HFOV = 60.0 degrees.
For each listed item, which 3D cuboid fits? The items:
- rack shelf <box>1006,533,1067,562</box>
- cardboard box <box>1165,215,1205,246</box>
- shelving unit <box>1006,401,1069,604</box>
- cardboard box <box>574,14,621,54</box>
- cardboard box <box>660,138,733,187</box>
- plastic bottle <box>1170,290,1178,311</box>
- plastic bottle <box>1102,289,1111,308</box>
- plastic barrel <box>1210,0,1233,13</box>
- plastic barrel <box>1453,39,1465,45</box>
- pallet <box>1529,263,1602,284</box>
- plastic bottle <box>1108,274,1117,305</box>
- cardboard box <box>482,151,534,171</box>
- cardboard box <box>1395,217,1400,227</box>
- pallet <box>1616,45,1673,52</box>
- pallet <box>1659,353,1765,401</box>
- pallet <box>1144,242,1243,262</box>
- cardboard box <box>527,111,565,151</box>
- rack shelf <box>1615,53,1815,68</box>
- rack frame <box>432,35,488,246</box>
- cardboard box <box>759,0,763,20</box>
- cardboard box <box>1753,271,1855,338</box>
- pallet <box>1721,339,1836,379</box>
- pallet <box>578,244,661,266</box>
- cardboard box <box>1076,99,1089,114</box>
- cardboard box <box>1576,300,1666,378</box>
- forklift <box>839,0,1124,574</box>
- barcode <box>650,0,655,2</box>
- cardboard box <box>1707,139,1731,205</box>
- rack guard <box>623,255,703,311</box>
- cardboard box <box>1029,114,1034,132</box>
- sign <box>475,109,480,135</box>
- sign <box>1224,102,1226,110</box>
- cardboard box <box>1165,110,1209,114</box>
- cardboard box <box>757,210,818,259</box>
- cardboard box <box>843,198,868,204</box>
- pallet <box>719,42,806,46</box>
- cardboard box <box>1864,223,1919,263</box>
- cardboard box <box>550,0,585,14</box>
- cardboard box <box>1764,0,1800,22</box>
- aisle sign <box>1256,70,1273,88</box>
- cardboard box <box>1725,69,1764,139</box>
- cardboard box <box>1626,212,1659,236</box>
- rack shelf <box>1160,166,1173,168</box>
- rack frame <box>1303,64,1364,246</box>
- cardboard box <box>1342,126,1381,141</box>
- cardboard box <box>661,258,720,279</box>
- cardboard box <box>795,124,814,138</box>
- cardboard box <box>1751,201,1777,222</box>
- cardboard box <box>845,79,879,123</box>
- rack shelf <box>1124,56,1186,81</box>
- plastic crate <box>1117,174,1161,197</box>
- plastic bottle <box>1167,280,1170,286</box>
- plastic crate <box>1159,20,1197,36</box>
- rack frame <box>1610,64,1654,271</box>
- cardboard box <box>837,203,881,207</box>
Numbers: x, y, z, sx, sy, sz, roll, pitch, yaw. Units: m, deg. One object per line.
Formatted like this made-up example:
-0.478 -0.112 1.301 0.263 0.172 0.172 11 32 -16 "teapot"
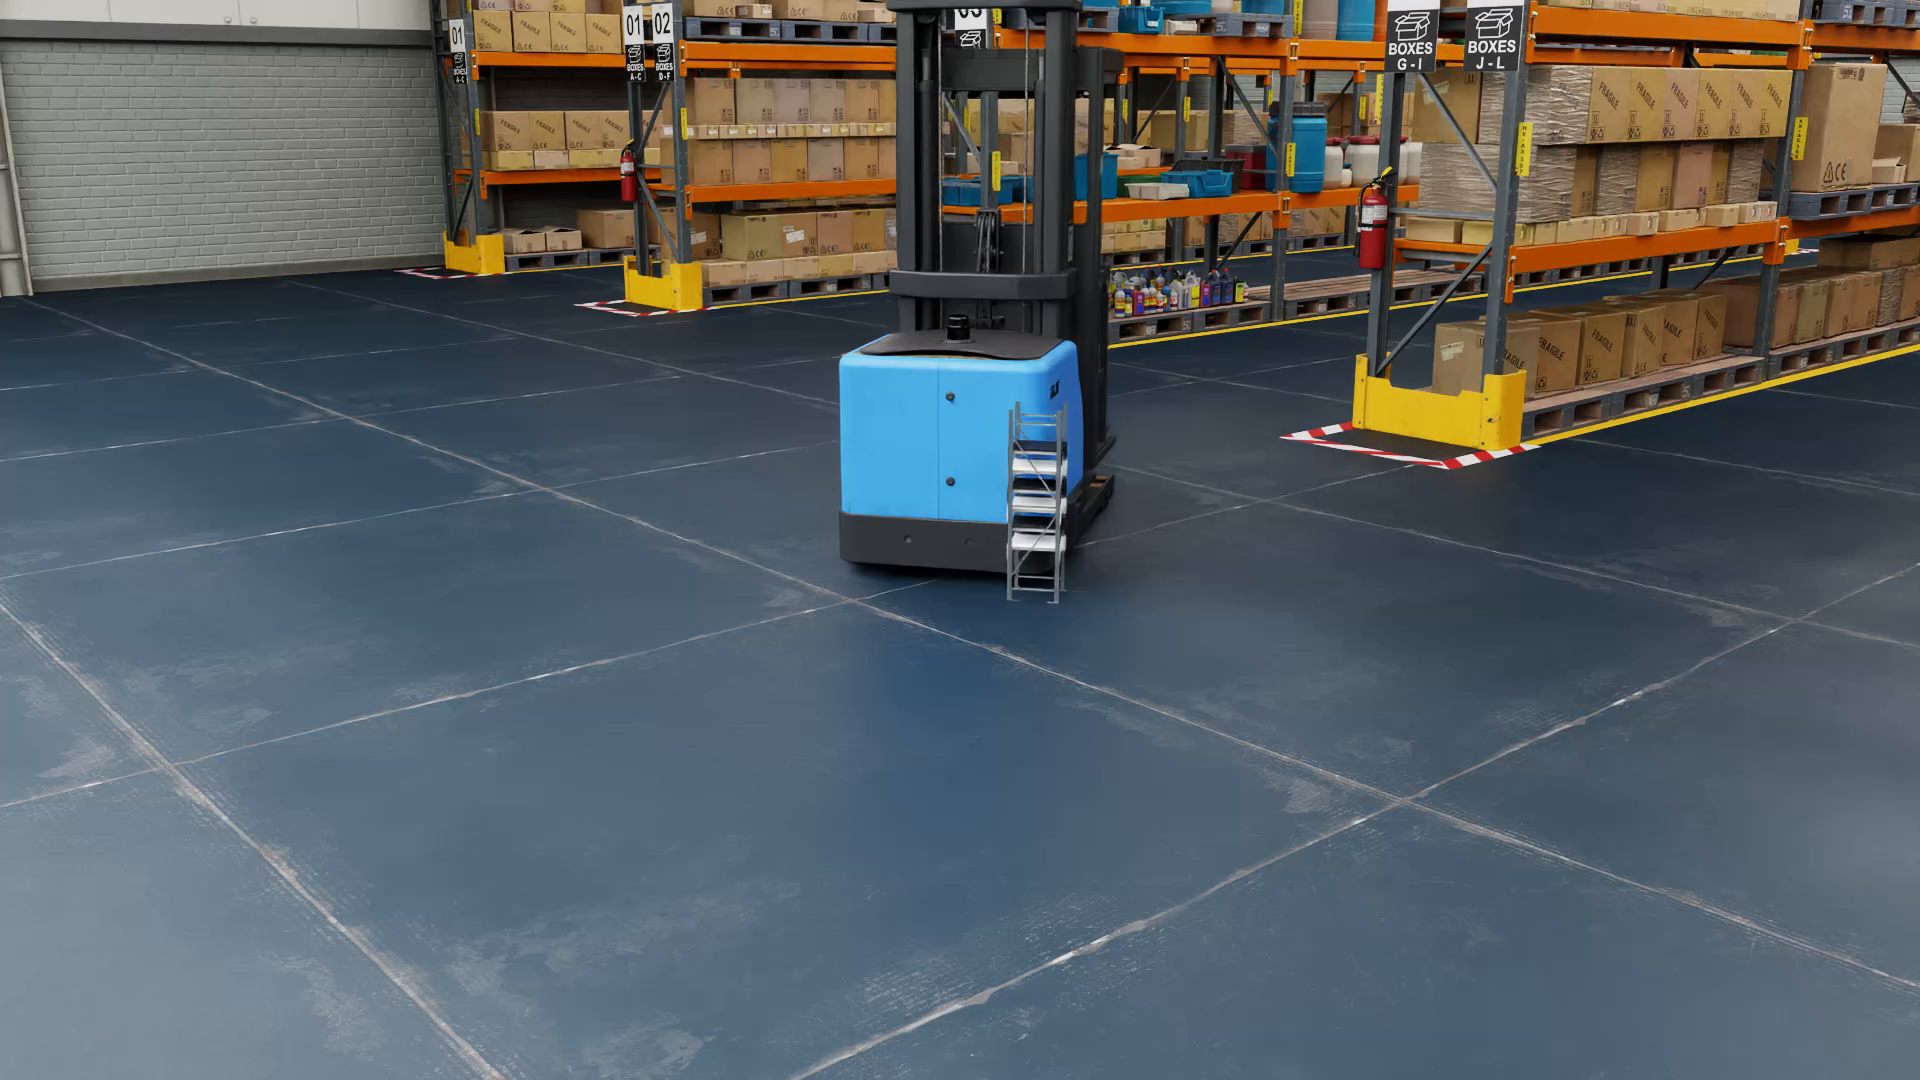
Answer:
0.355 0.034 7.706 0.258 0.077 0.200 3 15 10 "rack shelf"
3.269 -4.468 23.655 0.500 0.500 0.500 -12 19 -37 "cardboard box"
0.355 -0.173 7.652 0.258 0.900 0.210 3 15 10 "shelving unit"
-4.928 -6.833 22.473 0.500 0.500 0.500 -11 19 -36 "cardboard box"
-2.937 -4.211 18.509 0.500 0.500 0.700 -13 19 -39 "cardboard box"
2.088 -2.355 16.324 0.097 0.201 0.097 0 15 0 "plastic bottle"
1.458 -2.418 16.560 0.097 0.201 0.097 0 15 0 "plastic bottle"
2.515 -5.470 16.574 0.421 0.512 0.421 0 15 0 "plastic barrel"
5.834 -5.799 19.136 0.294 0.245 0.294 0 15 0 "plastic barrel"
7.474 -3.477 21.356 1.213 0.211 1.003 -13 19 -39 "pallet"
1.484 -2.540 16.728 0.185 0.351 0.144 -12 19 -37 "plastic bottle"
-5.975 -5.008 21.938 0.500 0.250 0.500 -13 20 -41 "cardboard box"
6.860 -5.140 26.819 0.250 0.166 0.380 -13 19 -39 "cardboard box"
8.477 -6.360 21.302 1.003 0.211 1.213 -13 19 -39 "pallet"
5.737 -1.367 13.458 1.213 0.211 1.003 -13 19 -39 "pallet"
3.326 -4.213 24.115 1.213 0.211 1.003 -13 19 -39 "pallet"
-5.615 -5.454 22.153 0.500 0.500 0.500 -13 19 -39 "cardboard box"
10.513 -6.595 23.207 4.000 0.370 1.077 -13 19 -39 "rack shelf"
-6.552 -5.050 21.843 0.127 3.000 1.000 -13 19 -39 "rack frame"
-2.182 -6.104 19.063 0.500 0.311 0.500 -10 18 -33 "cardboard box"
7.492 -2.111 14.833 0.700 0.500 0.500 14 20 42 "cardboard box"
6.807 -1.620 14.405 1.213 0.211 1.003 -13 19 -39 "pallet"
-4.938 -4.052 23.511 1.213 0.211 1.003 -13 19 -39 "pallet"
1.924 -7.433 28.503 0.500 0.250 0.500 -12 19 -38 "cardboard box"
5.049 -1.551 12.774 0.500 0.500 0.500 14 20 42 "cardboard box"
0.264 -1.591 9.027 1.130 2.935 3.031 4 15 14 "forklift"
-3.386 -5.961 18.316 0.075 0.075 0.001 -13 19 -39 "barcode"
5.440 -2.885 12.967 0.500 0.500 0.875 -13 19 -39 "cardboard box"
-3.315 -2.875 18.543 0.348 0.500 1.175 -13 19 -39 "rack guard"
1.182 -6.900 27.960 0.500 0.500 0.500 -12 19 -38 "cardboard box"
-6.195 -5.363 21.336 0.005 0.325 0.100 -13 19 -39 "sign"
5.159 -8.326 32.277 0.005 0.325 0.100 -13 19 -39 "sign"
4.017 -7.564 30.675 0.700 0.700 0.980 -14 20 -42 "cardboard box"
-2.002 -3.543 19.262 0.500 0.500 0.500 -13 19 -39 "cardboard box"
-1.847 -5.124 26.110 0.500 0.500 0.700 -13 20 -40 "cardboard box"
-2.999 -7.170 24.331 1.003 0.211 1.213 -13 19 -39 "pallet"
9.772 -2.802 16.729 0.875 0.875 1.225 -14 20 -42 "cardboard box"
-5.311 -7.222 21.994 0.500 0.500 0.500 -12 19 -38 "cardboard box"
6.048 -4.083 12.703 0.500 0.250 0.500 -12 19 -37 "cardboard box"
5.770 -8.970 31.482 0.004 0.787 0.394 -13 19 -39 "aisle sign"
5.685 -3.295 12.565 0.500 0.500 0.500 -13 19 -39 "cardboard box"
4.770 -2.273 11.933 0.250 0.149 0.380 -13 19 -39 "cardboard box"
4.247 -5.433 24.670 4.000 0.370 1.077 -13 19 -39 "rack shelf"
5.755 -6.119 25.846 0.127 3.000 1.000 -13 19 -39 "rack frame"
6.319 -6.201 25.958 0.500 0.500 0.500 -12 19 -38 "cardboard box"
-3.087 -3.109 19.091 0.500 0.250 0.500 -13 19 -39 "cardboard box"
-1.890 -4.691 19.049 0.250 0.149 0.380 -13 20 -40 "cardboard box"
6.251 -2.620 13.232 0.250 0.149 0.380 -13 19 -39 "cardboard box"
-1.369 -5.192 19.667 0.500 0.500 0.700 -13 20 -39 "cardboard box"
1.229 -6.204 21.746 4.000 0.370 1.077 -13 19 -39 "rack shelf"
1.760 -3.522 16.532 0.662 0.188 0.450 -13 19 -39 "plastic crate"
2.089 -2.441 16.485 0.133 0.283 0.061 -13 19 -39 "plastic bottle"
2.024 -4.770 15.494 0.396 0.136 0.243 -13 19 -39 "plastic crate"
9.004 -5.154 22.233 0.127 3.000 1.000 -13 19 -39 "rack frame"
-1.207 -3.897 20.587 0.500 0.500 0.500 -13 19 -39 "cardboard box"
